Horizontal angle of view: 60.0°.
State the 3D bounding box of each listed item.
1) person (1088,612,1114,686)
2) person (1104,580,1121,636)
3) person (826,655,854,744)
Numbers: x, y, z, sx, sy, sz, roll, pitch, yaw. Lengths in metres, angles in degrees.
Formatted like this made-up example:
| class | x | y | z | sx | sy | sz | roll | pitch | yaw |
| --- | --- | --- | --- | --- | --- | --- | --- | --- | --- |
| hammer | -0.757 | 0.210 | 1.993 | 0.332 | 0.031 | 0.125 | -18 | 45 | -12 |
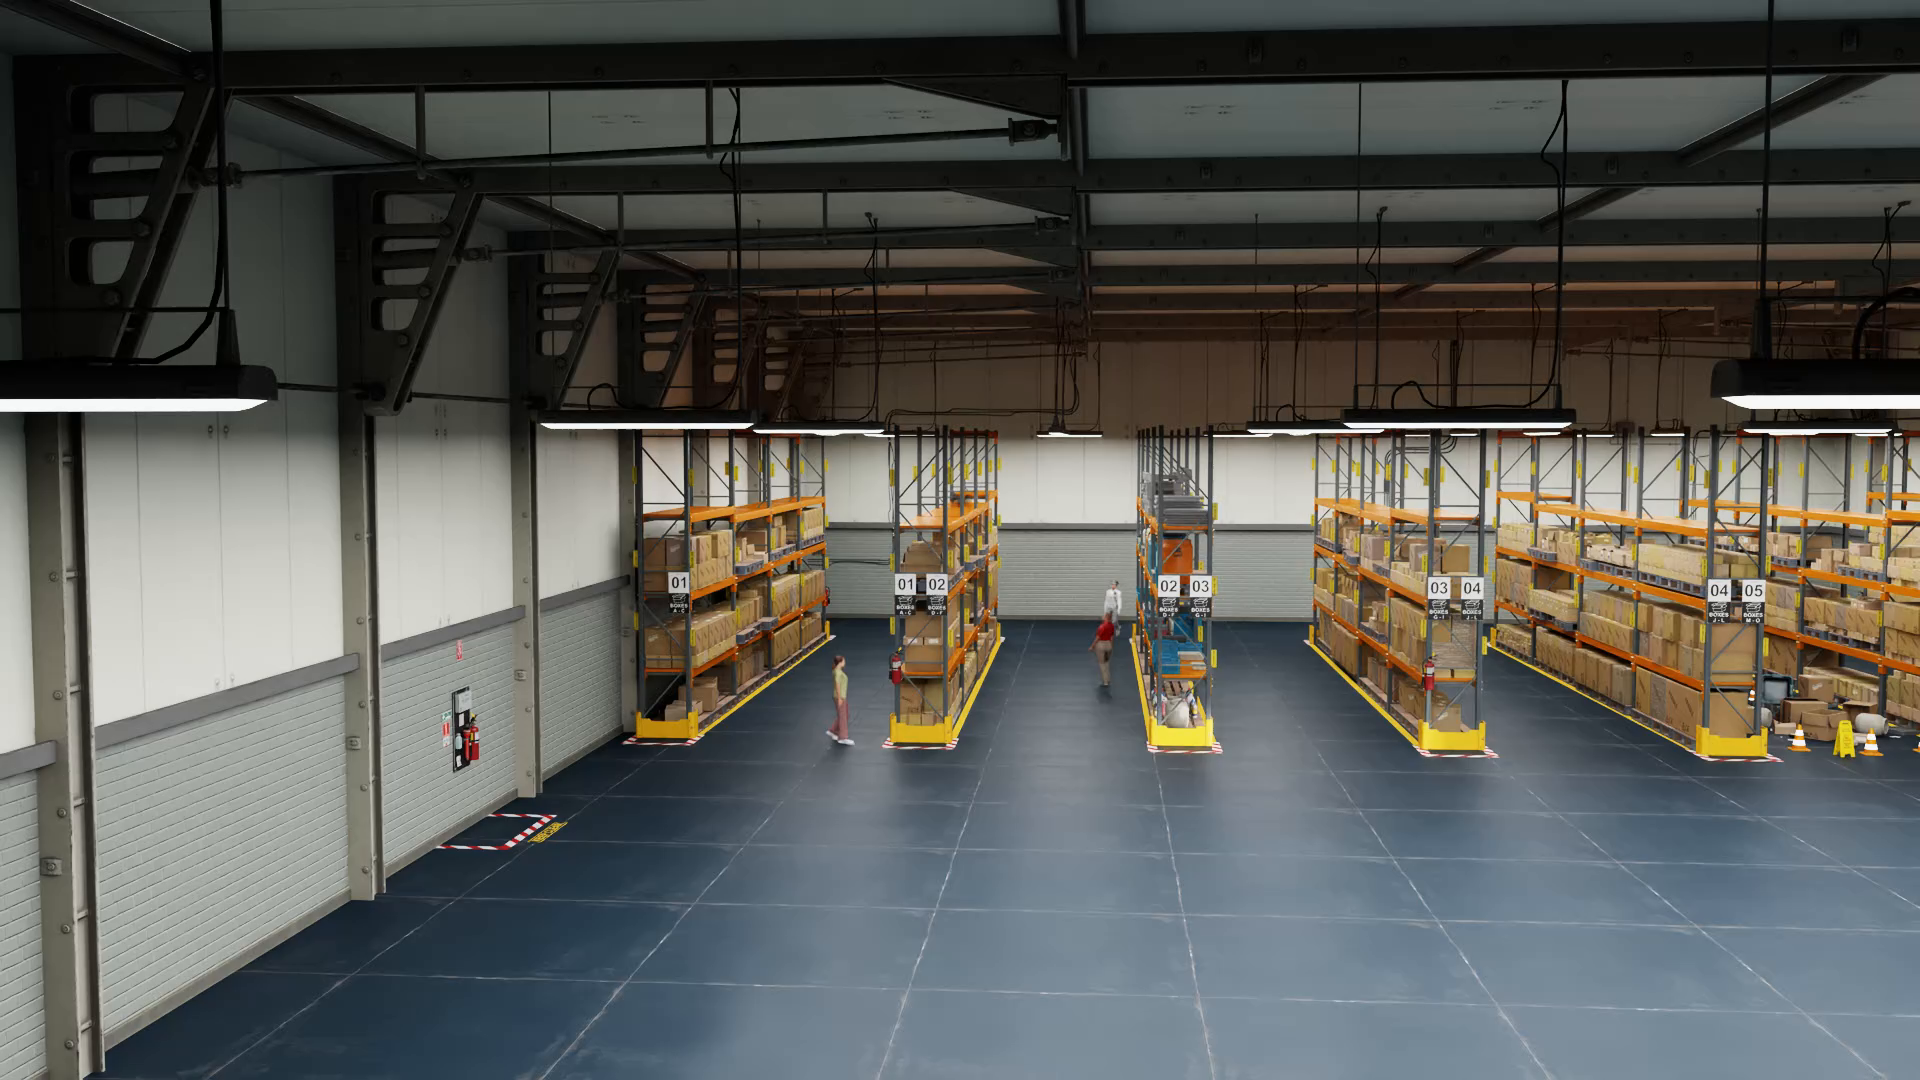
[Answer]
| class | x | y | z | sx | sy | sz | roll | pitch | yaw |
| --- | --- | --- | --- | --- | --- | --- | --- | --- | --- |
| person | 3.323 | 2.575 | 38.717 | 0.585 | 1.796 | 0.544 | -2 | 4 | -32 |
| person | 4.417 | 1.990 | 48.051 | 0.513 | 1.685 | 0.494 | 2 | 4 | 32 |
| person | -2.271 | 3.005 | 31.486 | 0.497 | 1.679 | 0.517 | -1 | 3 | -10 |
